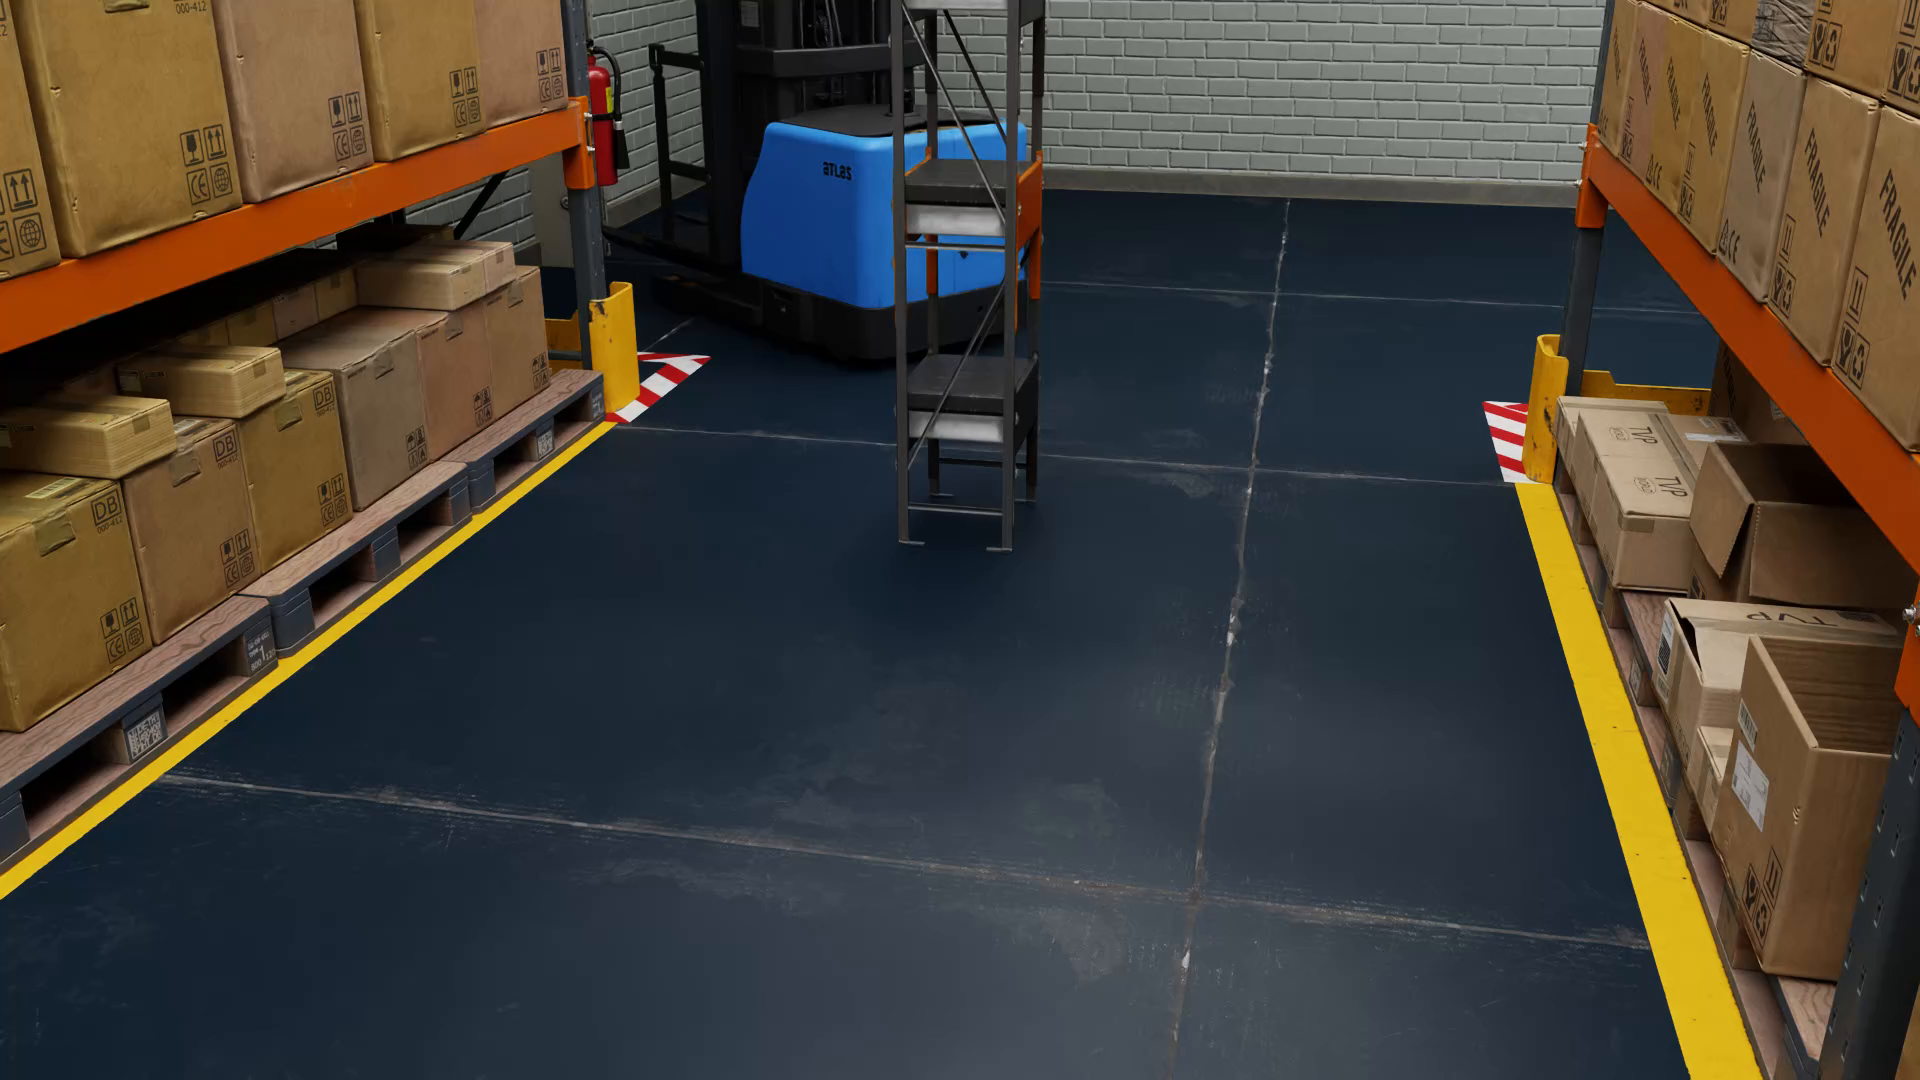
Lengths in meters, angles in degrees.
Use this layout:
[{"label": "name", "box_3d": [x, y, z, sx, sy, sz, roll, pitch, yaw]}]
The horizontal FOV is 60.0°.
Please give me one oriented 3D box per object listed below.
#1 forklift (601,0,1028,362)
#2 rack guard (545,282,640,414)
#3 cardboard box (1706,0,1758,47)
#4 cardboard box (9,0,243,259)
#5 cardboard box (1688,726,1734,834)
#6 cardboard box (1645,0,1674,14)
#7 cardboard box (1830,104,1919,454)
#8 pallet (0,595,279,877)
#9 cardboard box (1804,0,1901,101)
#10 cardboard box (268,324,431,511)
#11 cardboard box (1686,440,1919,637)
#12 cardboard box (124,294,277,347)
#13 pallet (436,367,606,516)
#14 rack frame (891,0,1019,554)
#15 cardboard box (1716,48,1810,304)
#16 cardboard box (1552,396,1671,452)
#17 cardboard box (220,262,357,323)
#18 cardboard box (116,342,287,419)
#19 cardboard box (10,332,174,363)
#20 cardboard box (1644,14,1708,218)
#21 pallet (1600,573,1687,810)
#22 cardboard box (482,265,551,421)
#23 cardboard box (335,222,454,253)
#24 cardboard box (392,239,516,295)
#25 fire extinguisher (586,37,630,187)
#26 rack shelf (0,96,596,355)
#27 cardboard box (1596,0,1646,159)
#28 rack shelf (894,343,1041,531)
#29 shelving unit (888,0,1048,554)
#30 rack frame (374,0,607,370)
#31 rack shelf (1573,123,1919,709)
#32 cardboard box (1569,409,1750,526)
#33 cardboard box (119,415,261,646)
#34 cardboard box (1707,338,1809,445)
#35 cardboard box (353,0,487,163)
[{"label": "forklift", "box_3d": [-1.003, -2.675, 8.571, 1.130, 2.935, 3.031, -18, 28, -37]}, {"label": "rack guard", "box_3d": [-2.032, -0.883, 7.377, 1.175, 0.500, 0.348, 4, 22, 11]}, {"label": "cardboard box", "box_3d": [2.155, -1.465, 4.005, 0.500, 0.500, 0.500, 4, 22, 10]}, {"label": "cardboard box", "box_3d": [-2.572, -1.174, 4.351, 0.980, 0.700, 0.700, 4, 22, 10]}, {"label": "cardboard box", "box_3d": [1.853, 0.552, 3.695, 0.380, 0.149, 0.250, 4, 22, 11]}, {"label": "cardboard box", "box_3d": [2.365, -1.834, 4.919, 0.500, 0.500, 0.500, 5, 22, 11]}, {"label": "cardboard box", "box_3d": [1.848, -0.443, 2.806, 0.500, 0.500, 0.500, 5, 22, 12]}, {"label": "pallet", "box_3d": [-2.622, 0.450, 4.453, 1.003, 0.211, 1.213, 4, 22, 11]}, {"label": "cardboard box", "box_3d": [1.948, -1.097, 3.090, 0.500, 0.500, 0.500, 4, 22, 10]}, {"label": "cardboard box", "box_3d": [-2.286, -0.438, 5.711, 0.700, 0.500, 0.500, 4, 22, 9]}, {"label": "cardboard box", "box_3d": [2.375, 0.072, 4.413, 0.797, 0.503, 0.637, 4, 22, 11]}, {"label": "cardboard box", "box_3d": [-2.509, -0.704, 5.501, 0.380, 0.149, 0.250, 5, 22, 11]}, {"label": "pallet", "box_3d": [-2.124, -0.442, 6.668, 1.003, 0.211, 1.213, 4, 22, 11]}, {"label": "rack frame", "box_3d": [-0.016, -0.945, 5.390, 0.400, 2.100, 0.015, 4, 22, 11]}, {"label": "cardboard box", "box_3d": [2.054, -0.820, 3.741, 0.500, 0.500, 0.500, 5, 22, 12]}, {"label": "cardboard box", "box_3d": [2.391, -0.412, 6.089, 0.380, 0.149, 0.250, 4, 22, 11]}, {"label": "cardboard box", "box_3d": [-2.407, -0.891, 5.965, 0.380, 0.149, 0.250, 5, 22, 11]}, {"label": "cardboard box", "box_3d": [-2.246, -0.475, 4.933, 0.380, 0.149, 0.250, 4, 22, 9]}, {"label": "cardboard box", "box_3d": [-2.613, -0.516, 5.036, 0.380, 0.149, 0.250, 5, 22, 11]}, {"label": "cardboard box", "box_3d": [2.259, -1.189, 4.658, 0.500, 0.500, 0.500, 4, 22, 11]}, {"label": "pallet", "box_3d": [2.385, 0.400, 4.577, 1.003, 0.211, 1.213, 4, 22, 11]}, {"label": "cardboard box", "box_3d": [-2.082, -0.805, 6.622, 0.700, 0.500, 0.500, 4, 22, 11]}, {"label": "cardboard box", "box_3d": [-2.252, -1.167, 6.652, 0.380, 0.149, 0.250, 5, 22, 11]}, {"label": "cardboard box", "box_3d": [-1.930, -1.046, 6.350, 0.380, 0.149, 0.250, 4, 22, 10]}, {"label": "fire extinguisher", "box_3d": [-1.555, -1.845, 7.022, 0.296, 0.674, 0.183, 4, 22, 11]}, {"label": "rack shelf", "box_3d": [-2.445, -0.969, 5.207, 1.077, 0.370, 4.000, 4, 22, 11]}, {"label": "cardboard box", "box_3d": [2.464, -1.562, 5.582, 0.500, 0.500, 0.500, 5, 22, 12]}, {"label": "rack shelf", "box_3d": [0.034, -0.373, 5.878, 0.431, 0.518, 0.480, 4, 22, 11]}, {"label": "shelving unit", "box_3d": [0.034, -1.035, 5.612, 0.431, 2.100, 0.503, 4, 22, 11]}, {"label": "rack frame", "box_3d": [-2.037, -2.034, 6.888, 1.000, 3.000, 0.127, 4, 22, 11]}, {"label": "rack shelf", "box_3d": [2.405, -0.592, 4.272, 1.077, 0.370, 4.000, 4, 22, 11]}, {"label": "cardboard box", "box_3d": [2.322, -0.226, 5.491, 0.500, 0.250, 0.500, 4, 22, 11]}, {"label": "cardboard box", "box_3d": [-2.495, -0.055, 4.760, 0.700, 0.500, 0.500, 4, 22, 10]}, {"label": "cardboard box", "box_3d": [2.943, -0.484, 5.798, 0.500, 0.500, 0.500, 4, 22, 11]}, {"label": "cardboard box", "box_3d": [-2.269, -1.719, 5.704, 0.980, 0.700, 0.700, 4, 22, 10]}]
